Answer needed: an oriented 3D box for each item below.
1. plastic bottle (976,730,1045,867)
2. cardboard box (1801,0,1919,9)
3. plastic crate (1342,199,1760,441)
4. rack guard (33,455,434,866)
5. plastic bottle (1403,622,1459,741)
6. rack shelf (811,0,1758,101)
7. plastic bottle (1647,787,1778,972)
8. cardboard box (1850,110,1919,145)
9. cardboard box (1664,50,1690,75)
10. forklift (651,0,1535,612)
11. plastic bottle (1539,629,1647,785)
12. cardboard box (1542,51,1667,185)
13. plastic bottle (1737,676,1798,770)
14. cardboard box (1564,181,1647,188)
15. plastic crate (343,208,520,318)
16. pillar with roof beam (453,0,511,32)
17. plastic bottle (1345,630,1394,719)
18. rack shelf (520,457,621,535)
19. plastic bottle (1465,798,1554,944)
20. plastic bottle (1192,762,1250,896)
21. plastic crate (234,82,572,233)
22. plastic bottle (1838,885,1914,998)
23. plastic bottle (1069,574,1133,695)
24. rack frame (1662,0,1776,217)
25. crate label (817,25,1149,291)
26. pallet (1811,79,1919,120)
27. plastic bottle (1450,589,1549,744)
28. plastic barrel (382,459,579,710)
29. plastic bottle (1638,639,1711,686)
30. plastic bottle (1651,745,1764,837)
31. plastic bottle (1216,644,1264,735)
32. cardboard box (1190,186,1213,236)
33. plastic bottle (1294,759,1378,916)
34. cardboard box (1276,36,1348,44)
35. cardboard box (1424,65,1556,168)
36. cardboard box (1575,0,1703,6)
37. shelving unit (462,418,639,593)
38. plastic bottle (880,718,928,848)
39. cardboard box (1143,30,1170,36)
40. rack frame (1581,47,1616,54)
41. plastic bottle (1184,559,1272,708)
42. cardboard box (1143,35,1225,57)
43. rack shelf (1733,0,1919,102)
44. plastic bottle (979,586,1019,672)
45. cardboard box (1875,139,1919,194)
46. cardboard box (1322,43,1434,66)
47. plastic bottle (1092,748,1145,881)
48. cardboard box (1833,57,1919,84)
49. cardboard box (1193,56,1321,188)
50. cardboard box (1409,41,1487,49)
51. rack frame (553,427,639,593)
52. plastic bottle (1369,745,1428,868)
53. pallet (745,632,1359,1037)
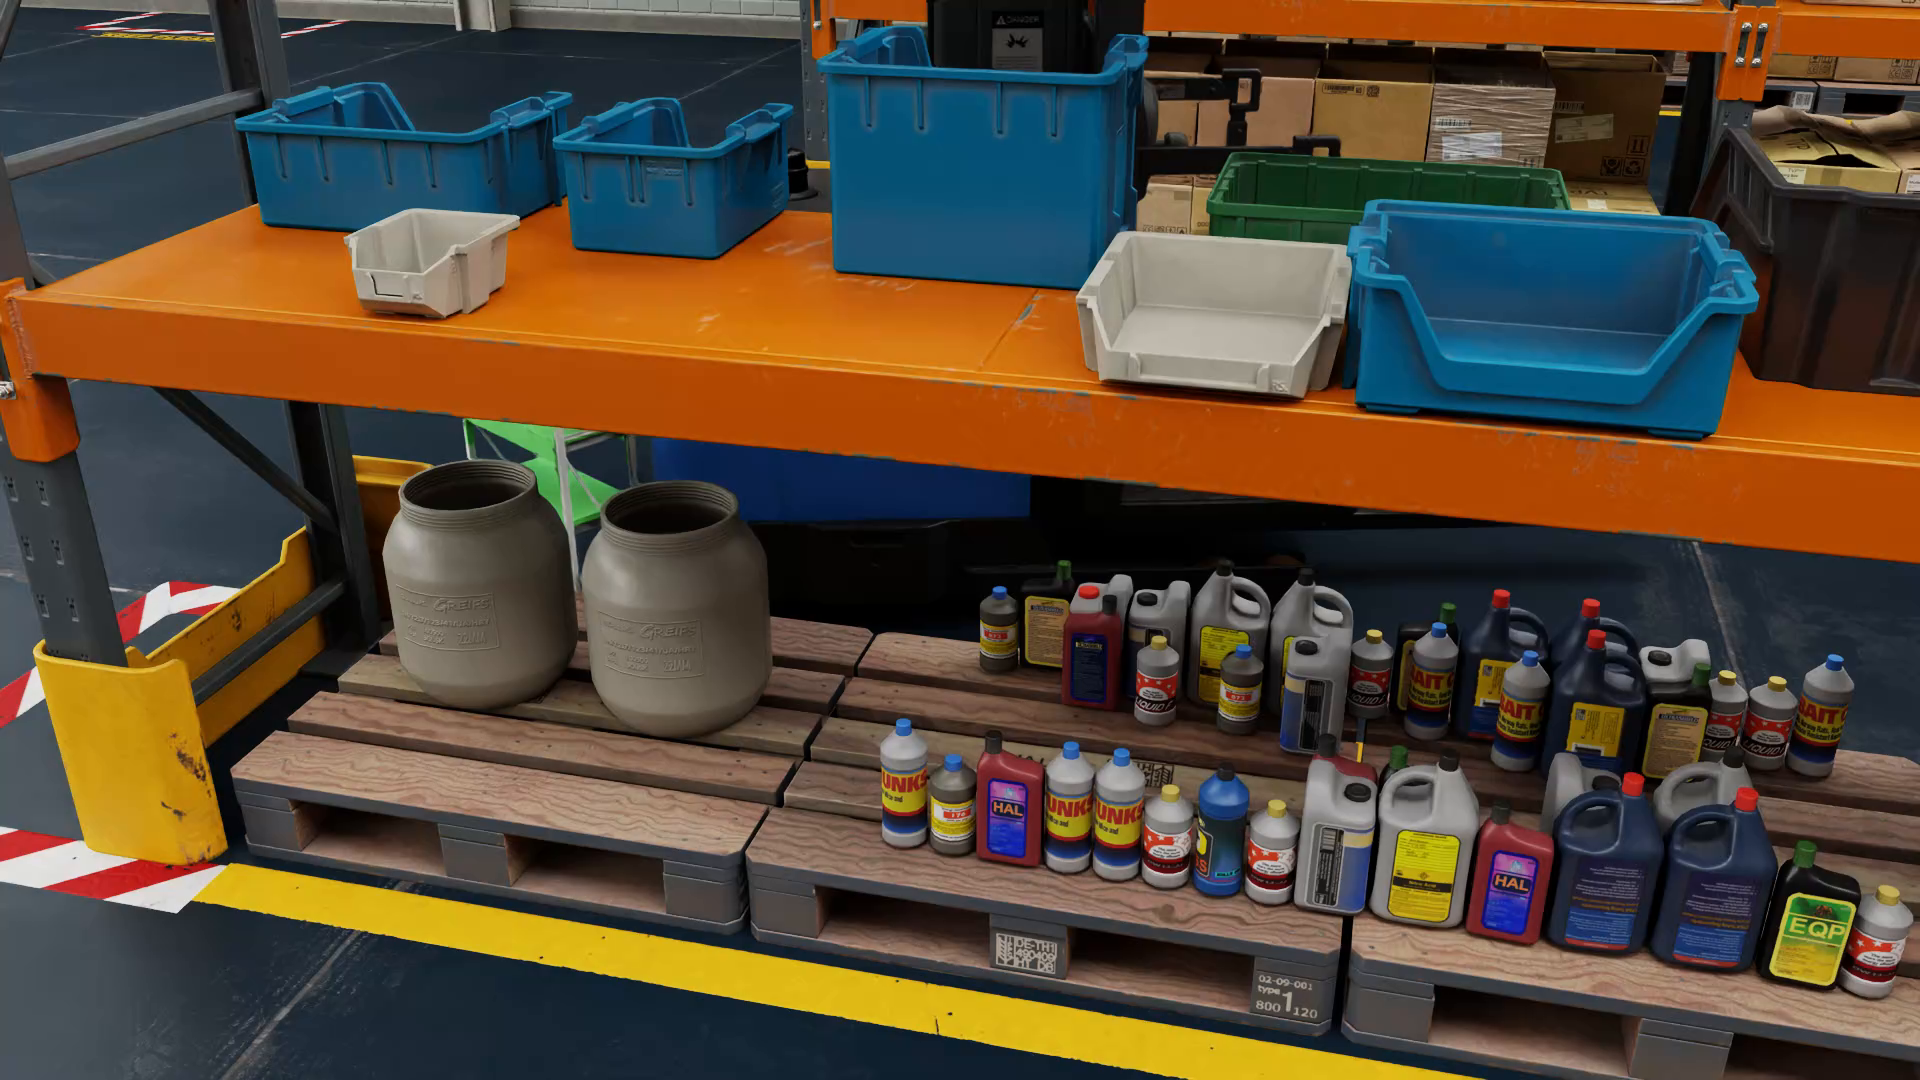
[{"bbox_3d":[0.101,0.515,3.328,0.133,0.283,0.061,7,26,14],"label":"plastic bottle"},{"bbox_3d":[3.807,-2.400,6.976,0.500,0.250,0.500,8,27,16],"label":"cardboard box"},{"bbox_3d":[0.943,-0.379,2.729,0.616,0.251,0.499,6,26,13],"label":"plastic crate"},{"bbox_3d":[-1.706,0.248,4.147,0.348,0.500,1.175,6,26,13],"label":"rack guard"},{"bbox_3d":[1.069,0.313,3.765,0.097,0.271,0.097,0,25,0],"label":"plastic bottle"},{"bbox_3d":[1.383,-2.392,7.621,4.000,0.370,1.077,6,26,13],"label":"rack shelf"},{"bbox_3d":[1.387,0.608,3.053,0.185,0.351,0.144,6,26,12],"label":"plastic bottle"},{"bbox_3d":[4.289,-1.727,7.445,0.500,0.311,0.500,7,26,14],"label":"cardboard box"},{"bbox_3d":[5.267,-3.563,11.641,0.500,0.500,0.700,7,26,15],"label":"cardboard box"},{"bbox_3d":[0.627,-1.334,4.642,3.031,2.935,1.130,-1,25,-2],"label":"forklift"},{"bbox_3d":[1.368,0.358,3.579,0.185,0.351,0.144,6,26,13],"label":"plastic bottle"},{"bbox_3d":[2.948,-1.969,7.734,0.500,0.500,0.500,6,26,13],"label":"cardboard box"},{"bbox_3d":[1.784,0.397,3.671,0.097,0.201,0.097,0,25,0],"label":"plastic bottle"},{"bbox_3d":[2.946,-1.626,7.887,0.500,0.250,0.500,6,26,13],"label":"cardboard box"},{"bbox_3d":[-1.005,-0.520,3.159,0.250,0.136,0.298,6,26,13],"label":"plastic crate"},{"bbox_3d":[-5.314,-6.837,9.143,0.400,9.000,9.100,6,26,13],"label":"pillar with roof beam"},{"bbox_3d":[0.953,0.305,3.864,0.097,0.201,0.097,0,25,0],"label":"plastic bottle"},{"bbox_3d":[-1.152,-0.090,4.745,0.480,0.148,0.258,23,33,40],"label":"rack shelf"},{"bbox_3d":[1.033,0.618,3.111,0.133,0.283,0.061,8,27,16],"label":"plastic bottle"},{"bbox_3d":[0.512,0.557,3.252,0.097,0.271,0.097,0,25,0],"label":"plastic bottle"},{"bbox_3d":[-1.232,-0.873,3.766,0.616,0.251,0.499,6,26,13],"label":"plastic crate"},{"bbox_3d":[1.653,0.715,3.002,0.097,0.201,0.097,0,25,0],"label":"plastic bottle"},{"bbox_3d":[0.333,0.215,3.966,0.135,0.276,0.152,7,26,13],"label":"plastic bottle"},{"bbox_3d":[3.320,-2.502,7.016,0.127,3.000,1.000,6,26,13],"label":"rack frame"},{"bbox_3d":[0.058,-0.800,3.400,0.616,0.435,0.502,6,26,13],"label":"crate label"},{"bbox_3d":[6.489,-3.093,11.502,1.213,0.211,1.003,6,26,13],"label":"pallet"},{"bbox_3d":[1.221,0.277,3.747,0.185,0.351,0.144,5,26,11],"label":"plastic bottle"},{"bbox_3d":[-1.135,0.104,3.949,0.421,0.512,0.421,0,25,0],"label":"plastic barrel"},{"bbox_3d":[1.563,0.351,3.680,0.135,0.276,0.152,7,26,15],"label":"plastic bottle"},{"bbox_3d":[1.423,0.548,3.180,0.185,0.351,0.144,6,26,13],"label":"plastic bottle"},{"bbox_3d":[0.642,0.334,3.802,0.097,0.201,0.097,0,25,0],"label":"plastic bottle"},{"bbox_3d":[1.362,-1.567,7.763,0.500,0.250,0.500,6,26,13],"label":"cardboard box"},{"bbox_3d":[0.732,0.567,3.225,0.135,0.276,0.152,7,26,14],"label":"plastic bottle"},{"bbox_3d":[2.574,-3.791,12.120,0.500,0.500,0.700,5,26,10],"label":"cardboard box"},{"bbox_3d":[2.335,-1.806,7.392,0.500,0.500,0.500,6,26,13],"label":"cardboard box"},{"bbox_3d":[2.888,-2.592,7.089,0.500,0.500,0.700,6,26,12],"label":"cardboard box"},{"bbox_3d":[-1.152,-0.366,4.617,0.503,1.200,0.258,23,33,40],"label":"shelving unit"},{"bbox_3d":[-0.113,0.488,3.397,0.097,0.271,0.097,0,25,0],"label":"plastic bottle"},{"bbox_3d":[1.323,-3.866,12.498,0.500,0.311,0.500,3,26,7],"label":"cardboard box"},{"bbox_3d":[4.550,-4.565,11.349,0.127,3.000,1.000,6,26,13],"label":"rack frame"},{"bbox_3d":[0.629,0.212,3.885,0.185,0.351,0.144,7,26,15],"label":"plastic bottle"},{"bbox_3d":[1.011,-2.183,8.183,0.500,0.500,0.500,6,26,13],"label":"cardboard box"},{"bbox_3d":[5.257,-1.963,6.721,4.000,0.370,1.077,6,26,13],"label":"rack shelf"},{"bbox_3d":[0.096,0.210,4.063,0.097,0.201,0.097,0,25,0],"label":"plastic bottle"},{"bbox_3d":[4.141,-1.500,6.969,0.500,0.311,0.500,6,26,12],"label":"cardboard box"},{"bbox_3d":[1.980,-2.076,7.959,0.500,0.500,0.500,6,26,13],"label":"cardboard box"},{"bbox_3d":[0.315,0.536,3.297,0.097,0.271,0.097,0,25,0],"label":"plastic bottle"},{"bbox_3d":[6.264,-3.457,11.418,0.500,0.500,0.700,7,26,14],"label":"cardboard box"},{"bbox_3d":[1.362,-1.906,7.601,0.500,0.500,0.500,6,26,13],"label":"cardboard box"},{"bbox_3d":[3.535,-3.729,11.990,0.500,0.500,0.500,4,26,9],"label":"cardboard box"},{"bbox_3d":[-0.979,-0.293,4.460,0.015,1.200,0.240,23,33,40],"label":"rack frame"},{"bbox_3d":[0.889,0.538,3.279,0.133,0.283,0.061,6,26,13],"label":"plastic bottle"},{"bbox_3d":[0.257,0.599,3.745,1.213,0.211,1.003,6,26,13],"label":"pallet"}]
